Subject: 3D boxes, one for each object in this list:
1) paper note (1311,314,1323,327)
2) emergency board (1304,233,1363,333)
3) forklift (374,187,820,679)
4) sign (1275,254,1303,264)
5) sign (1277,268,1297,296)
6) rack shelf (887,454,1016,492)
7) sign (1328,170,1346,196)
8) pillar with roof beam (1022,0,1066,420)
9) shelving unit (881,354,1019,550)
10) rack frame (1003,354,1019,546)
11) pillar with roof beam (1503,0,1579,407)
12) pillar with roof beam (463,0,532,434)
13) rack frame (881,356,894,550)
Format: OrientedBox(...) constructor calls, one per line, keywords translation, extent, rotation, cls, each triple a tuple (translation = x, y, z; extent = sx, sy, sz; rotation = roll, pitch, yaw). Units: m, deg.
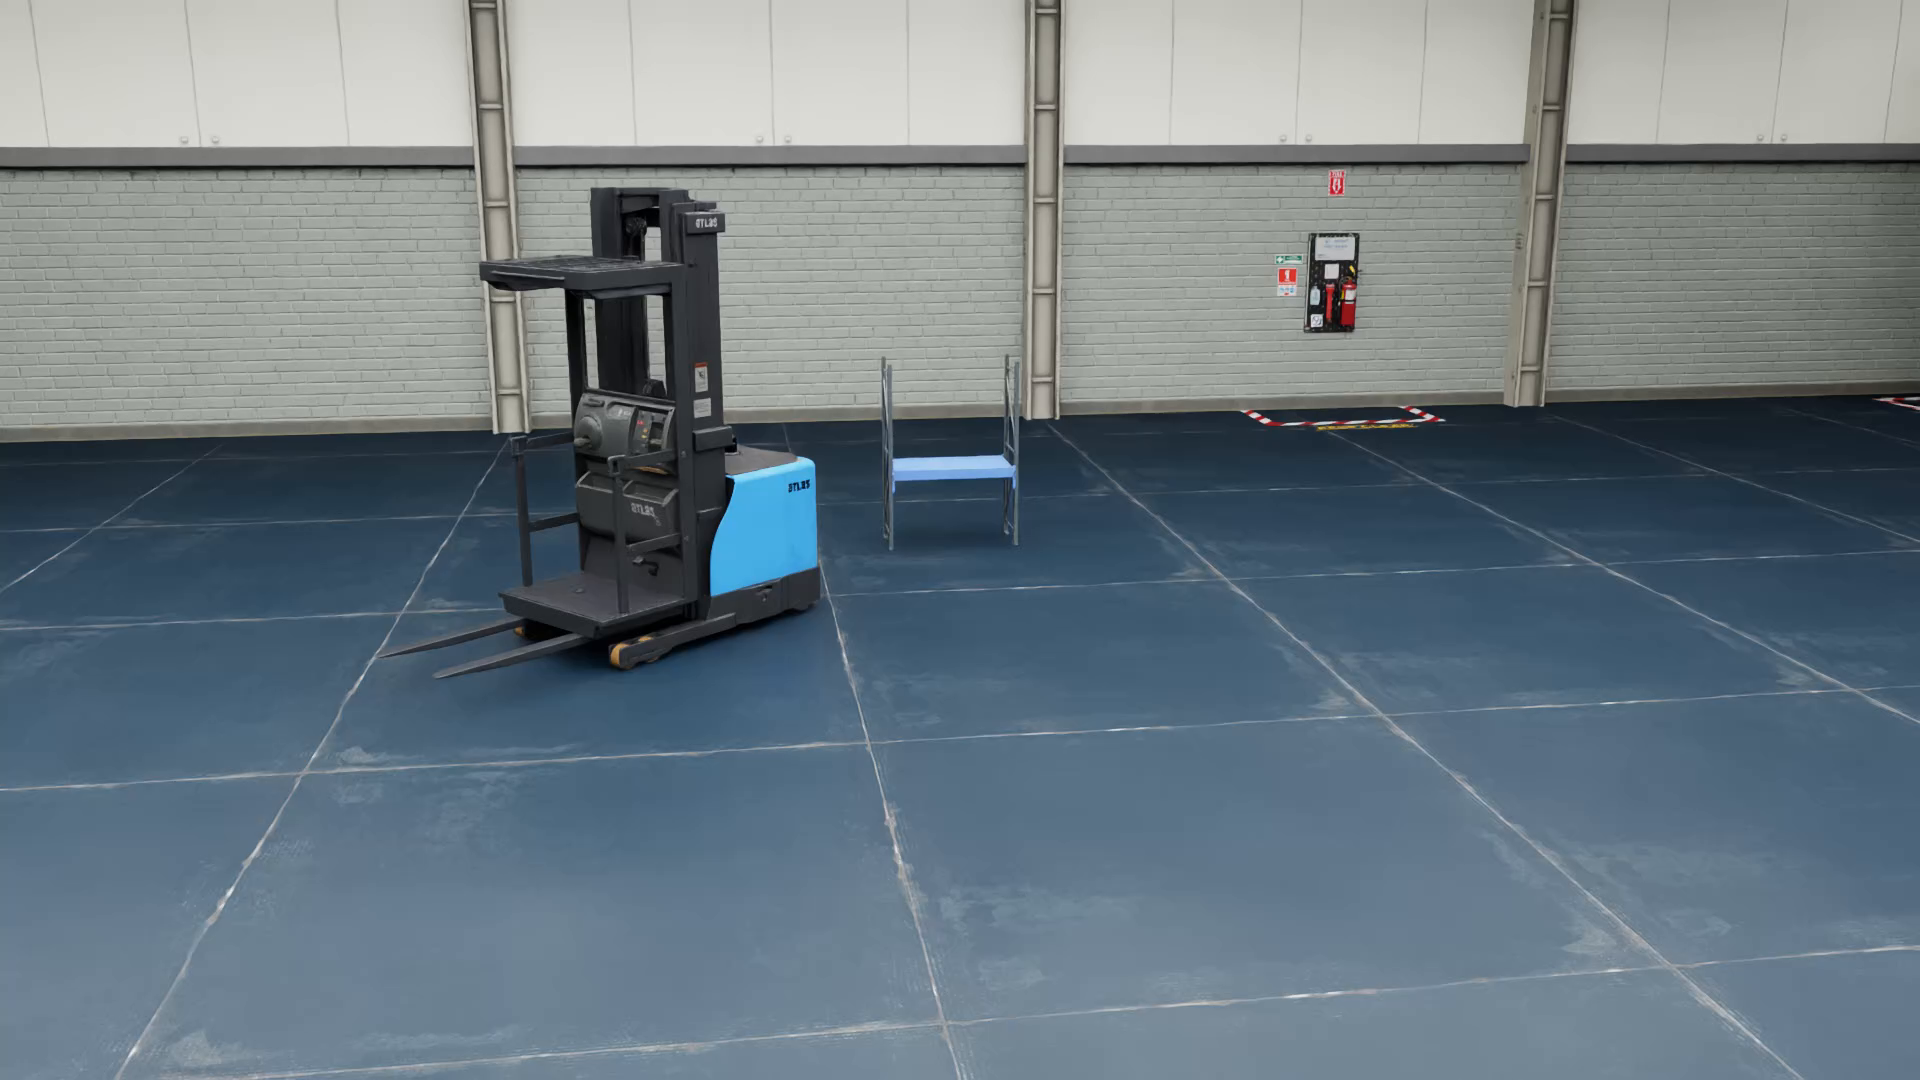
OrientedBox(translation=(4.240, -2.607, 19.762), extent=(0.142, 0.148, 0.016), rotation=(-2, 14, -8), cls="paper note")
OrientedBox(translation=(4.425, -3.024, 19.614), extent=(0.643, 1.169, 0.194), rotation=(-2, 14, -8), cls="emergency board")
OrientedBox(translation=(-2.318, -0.742, 10.655), extent=(1.130, 2.935, 3.031), rotation=(11, 18, 38), cls="forklift")
OrientedBox(translation=(3.869, -3.301, 19.556), extent=(0.331, 0.109, 0.001), rotation=(-2, 14, -8), cls="sign")
OrientedBox(translation=(3.863, -3.046, 19.629), extent=(0.234, 0.329, 0.001), rotation=(-2, 14, -8), cls="sign")
OrientedBox(translation=(-0.084, -0.550, 13.571), extent=(1.000, 0.185, 0.538), rotation=(-2, 14, -8), cls="rack shelf")
OrientedBox(translation=(4.402, -4.172, 19.427), extent=(0.199, 0.298, 0.001), rotation=(-2, 14, -8), cls="sign")
OrientedBox(translation=(1.583, -4.761, 14.209), extent=(0.400, 9.000, 9.100), rotation=(-2, 14, -8), cls="pillar with roof beam")
OrientedBox(translation=(-0.084, -0.724, 13.527), extent=(1.048, 1.500, 0.538), rotation=(-2, 14, -8), cls="shelving unit")
OrientedBox(translation=(0.418, -0.743, 13.601), extent=(0.032, 1.500, 0.500), rotation=(-2, 14, -8), cls="rack frame")
OrientedBox(translation=(7.516, -4.979, 15.076), extent=(0.400, 9.000, 9.100), rotation=(-2, 14, -8), cls="pillar with roof beam")
OrientedBox(translation=(-4.350, -4.544, 13.342), extent=(0.400, 9.000, 9.100), rotation=(-2, 14, -8), cls="pillar with roof beam")
OrientedBox(translation=(-0.587, -0.706, 13.454), extent=(0.032, 1.500, 0.500), rotation=(-2, 14, -8), cls="rack frame")
